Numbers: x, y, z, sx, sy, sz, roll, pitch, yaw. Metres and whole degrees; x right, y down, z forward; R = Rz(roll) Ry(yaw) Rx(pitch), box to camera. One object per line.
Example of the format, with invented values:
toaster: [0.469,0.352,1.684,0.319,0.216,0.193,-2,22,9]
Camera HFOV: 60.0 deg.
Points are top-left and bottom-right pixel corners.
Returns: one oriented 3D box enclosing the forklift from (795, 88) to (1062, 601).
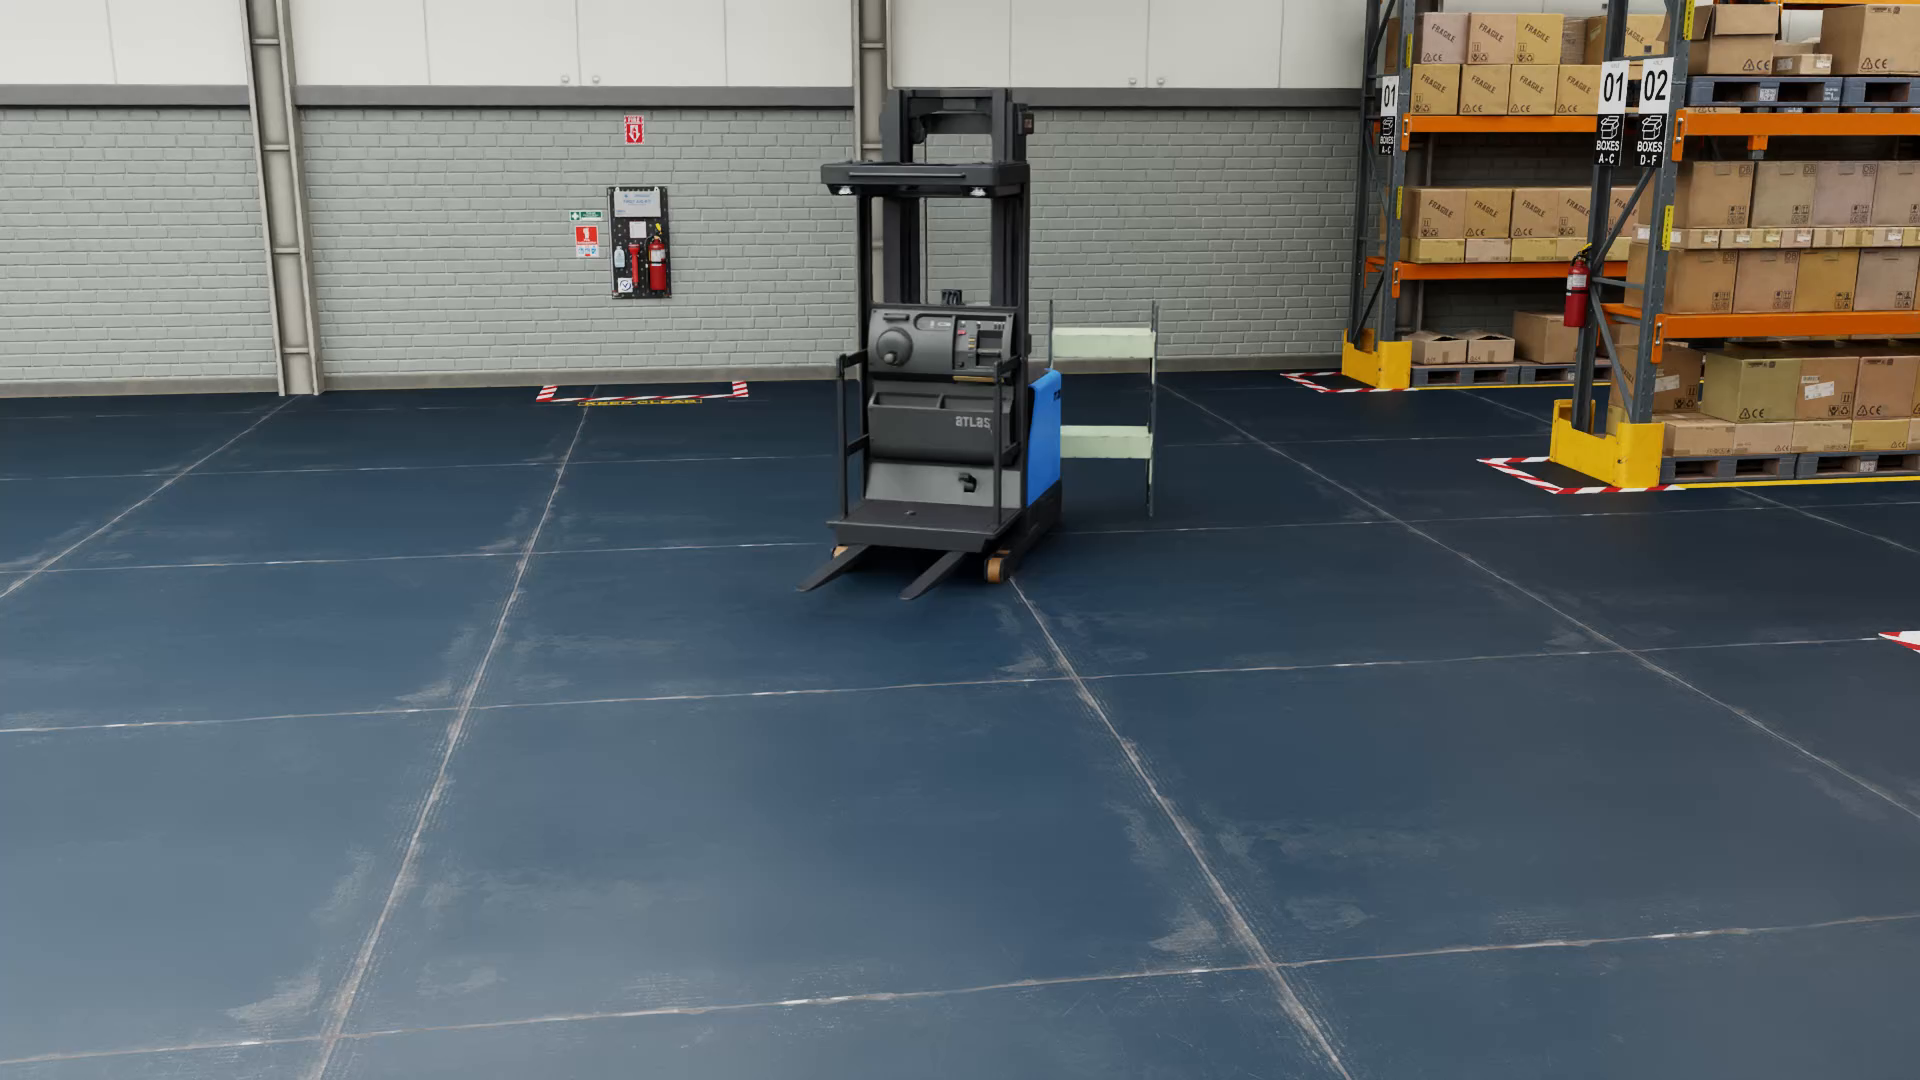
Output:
forklift: [-0.178,-1.259,10.216,1.130,2.935,3.031,4,15,15]

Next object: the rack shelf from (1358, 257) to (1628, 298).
rack shelf: [6.425,-2.913,18.149,4.000,0.370,1.077,-2,14,-8]

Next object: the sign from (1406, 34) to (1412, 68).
sign: [4.529,-4.938,16.781,0.005,0.325,0.100,-2,14,-8]

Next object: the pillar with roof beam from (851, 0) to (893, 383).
pillar with roof beam: [-0.281,-5.080,12.978,0.400,9.000,9.100,-2,14,-8]

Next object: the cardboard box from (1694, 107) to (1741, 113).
cardboard box: [7.938,-4.770,17.661,0.500,0.500,0.500,-2,14,-7]

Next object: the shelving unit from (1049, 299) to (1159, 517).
shelving unit: [1.011,-0.947,11.915,0.755,1.500,0.431,1,14,3]

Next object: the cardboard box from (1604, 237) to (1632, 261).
cardboard box: [6.991,-3.143,17.856,0.500,0.250,0.500,-2,14,-9]

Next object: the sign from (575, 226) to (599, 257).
sign: [-3.933,-3.147,17.531,0.234,0.329,0.001,-2,14,-8]

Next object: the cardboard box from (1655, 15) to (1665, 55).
cardboard box: [7.405,-5.227,17.428,0.500,0.500,0.500,-1,14,-5]

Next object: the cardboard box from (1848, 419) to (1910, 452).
cardboard box: [7.236,-0.888,13.385,0.500,0.250,0.500,-2,14,-8]

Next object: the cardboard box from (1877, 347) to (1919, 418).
cardboard box: [7.729,-1.273,13.379,0.500,0.500,0.500,-2,14,-8]

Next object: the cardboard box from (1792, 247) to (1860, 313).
cardboard box: [6.663,-2.097,13.212,0.500,0.500,0.700,-2,14,-8]

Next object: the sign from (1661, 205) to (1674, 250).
sign: [5.266,-2.323,12.374,0.005,0.325,0.100,-2,14,-8]

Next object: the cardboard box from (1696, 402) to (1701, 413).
cardboard box: [6.168,-0.979,13.750,0.500,0.250,0.500,-2,14,-8]

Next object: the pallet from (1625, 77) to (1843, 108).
pallet: [5.892,-3.429,12.745,1.213,0.211,1.003,-2,14,-8]

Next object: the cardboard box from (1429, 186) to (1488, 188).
cardboard box: [5.381,-3.574,18.033,0.500,0.500,0.500,-2,14,-8]

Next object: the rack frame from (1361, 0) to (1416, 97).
rack frame: [4.448,-6.099,17.043,0.127,3.000,1.000,-2,14,-8]

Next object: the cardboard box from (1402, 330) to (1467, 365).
cardboard box: [5.145,-2.102,18.060,0.500,0.311,0.500,-4,15,-15]

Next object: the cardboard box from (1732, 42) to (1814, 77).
cardboard box: [6.289,-3.757,13.027,0.500,0.250,0.500,-2,14,-8]

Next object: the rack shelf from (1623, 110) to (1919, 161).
rack shelf: [7.167,-3.176,13.034,4.000,0.370,1.077,-2,14,-8]

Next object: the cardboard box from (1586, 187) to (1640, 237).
cardboard box: [6.989,-3.508,17.771,0.500,0.500,0.500,-3,14,-10]

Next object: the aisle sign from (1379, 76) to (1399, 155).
aisle sign: [4.421,-4.376,17.159,0.004,0.787,0.394,-2,14,-8]

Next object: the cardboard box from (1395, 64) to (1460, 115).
cardboard box: [4.816,-4.655,17.202,0.500,0.500,0.500,-2,14,-7]

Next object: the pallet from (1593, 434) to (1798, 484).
pallet: [5.939,-0.683,13.512,1.213,0.211,1.003,-2,14,-8]

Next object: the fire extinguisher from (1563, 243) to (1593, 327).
fire extinguisher: [5.003,-2.068,13.460,0.183,0.674,0.296,-2,14,-8]

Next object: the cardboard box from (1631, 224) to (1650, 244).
cardboard box: [5.539,-2.421,13.169,0.250,0.149,0.380,-2,14,-9]

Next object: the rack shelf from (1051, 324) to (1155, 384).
rack shelf: [1.011,-1.325,11.820,0.720,0.370,0.431,1,14,3]

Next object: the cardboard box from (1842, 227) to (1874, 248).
cardboard box: [6.883,-2.371,12.969,0.250,0.149,0.380,-2,14,-9]

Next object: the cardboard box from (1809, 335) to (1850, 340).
cardboard box: [9.632,-2.397,18.847,0.500,0.500,0.700,-2,14,-9]

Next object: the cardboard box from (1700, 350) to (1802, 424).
cardboard box: [6.247,-1.216,13.153,0.500,0.500,0.500,-2,14,-8]

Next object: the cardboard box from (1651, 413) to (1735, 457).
cardboard box: [5.753,-0.834,13.170,0.500,0.250,0.500,-2,14,-8]

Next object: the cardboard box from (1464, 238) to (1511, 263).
cardboard box: [5.489,-3.090,17.643,0.500,0.250,0.500,-3,14,-10]

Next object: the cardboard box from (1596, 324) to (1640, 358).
cardboard box: [7.383,-2.288,18.413,0.500,0.500,0.500,-3,14,-13]

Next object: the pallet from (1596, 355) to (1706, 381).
pallet: [7.744,-1.949,18.559,1.213,0.211,1.003,-2,14,-8]

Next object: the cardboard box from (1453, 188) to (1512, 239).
cardboard box: [5.455,-3.451,17.540,0.500,0.500,0.500,-2,14,-8]

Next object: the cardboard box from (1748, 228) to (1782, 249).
cardboard box: [6.117,-2.342,12.857,0.250,0.149,0.380,-2,14,-8]

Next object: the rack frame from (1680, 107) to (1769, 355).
rack frame: [8.403,-3.334,18.351,0.127,3.000,1.000,-2,14,-8]

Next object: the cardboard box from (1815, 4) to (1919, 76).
cardboard box: [6.872,-3.767,12.555,0.500,0.500,0.500,-2,14,-8]

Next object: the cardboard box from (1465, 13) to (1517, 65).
cardboard box: [5.368,-5.149,17.119,0.500,0.500,0.500,-2,14,-9]

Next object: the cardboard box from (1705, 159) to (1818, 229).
cardboard box: [6.225,-2.712,12.996,0.500,0.500,0.700,-2,14,-10]

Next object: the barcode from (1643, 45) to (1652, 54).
barcode: [5.416,-3.861,13.093,0.075,0.075,0.001,-2,14,-8]

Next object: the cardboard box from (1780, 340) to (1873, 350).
cardboard box: [7.157,-1.380,13.807,0.500,0.500,0.500,-2,14,-8]

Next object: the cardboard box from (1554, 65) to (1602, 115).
cardboard box: [6.392,-4.710,17.422,0.500,0.500,0.500,-1,14,-5]

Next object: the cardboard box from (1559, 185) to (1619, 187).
cardboard box: [6.902,-3.634,18.270,0.500,0.500,0.500,-2,14,-7]

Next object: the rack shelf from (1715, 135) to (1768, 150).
rack shelf: [10.381,-4.513,18.363,4.000,0.370,1.077,-2,14,-8]
